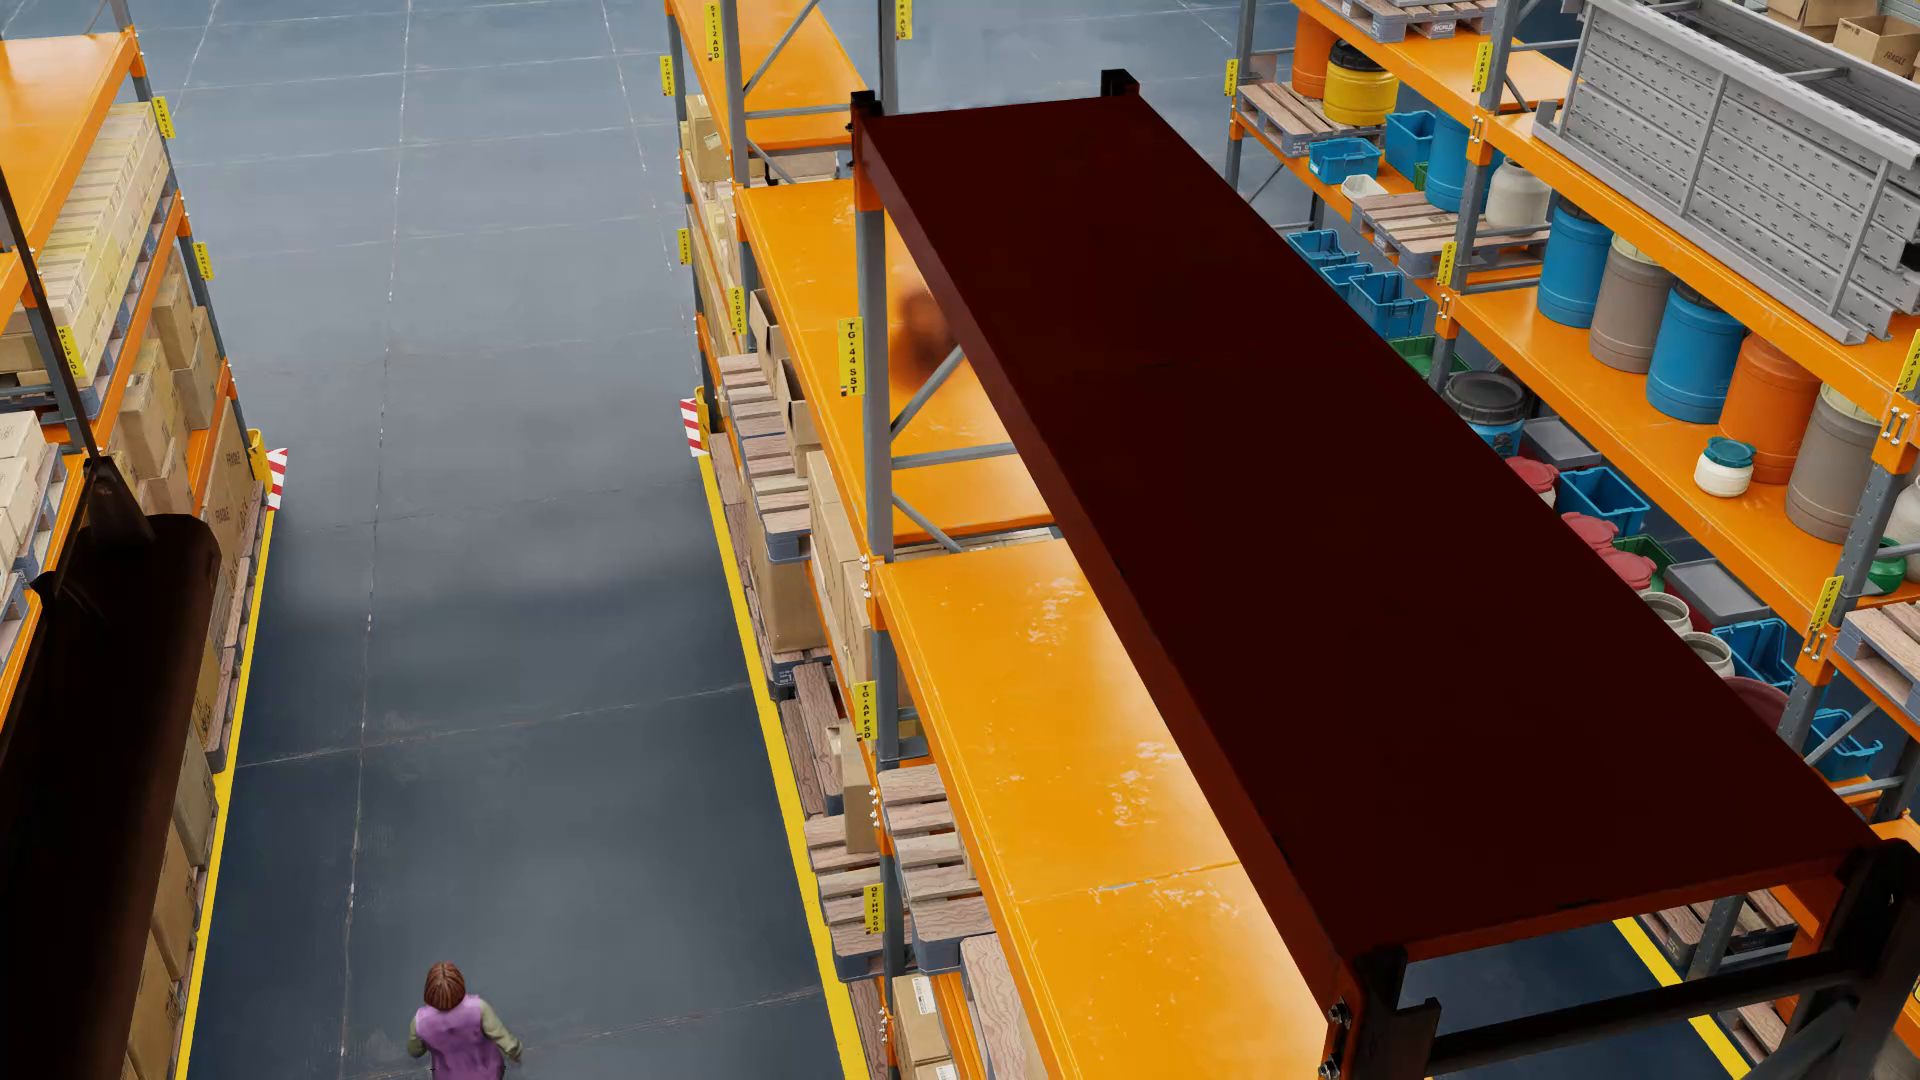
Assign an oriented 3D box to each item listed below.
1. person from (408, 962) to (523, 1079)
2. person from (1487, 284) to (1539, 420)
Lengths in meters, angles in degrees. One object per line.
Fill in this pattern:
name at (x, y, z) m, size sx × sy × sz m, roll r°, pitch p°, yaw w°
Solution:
person at (-2.439, 2.650, 8.313) m, size 0.519 × 1.594 × 0.621 m, roll -13°, pitch 36°, yaw -18°
person at (4.906, -1.489, 14.656) m, size 0.705 × 1.779 × 1.049 m, roll -15°, pitch 37°, yaw -21°
